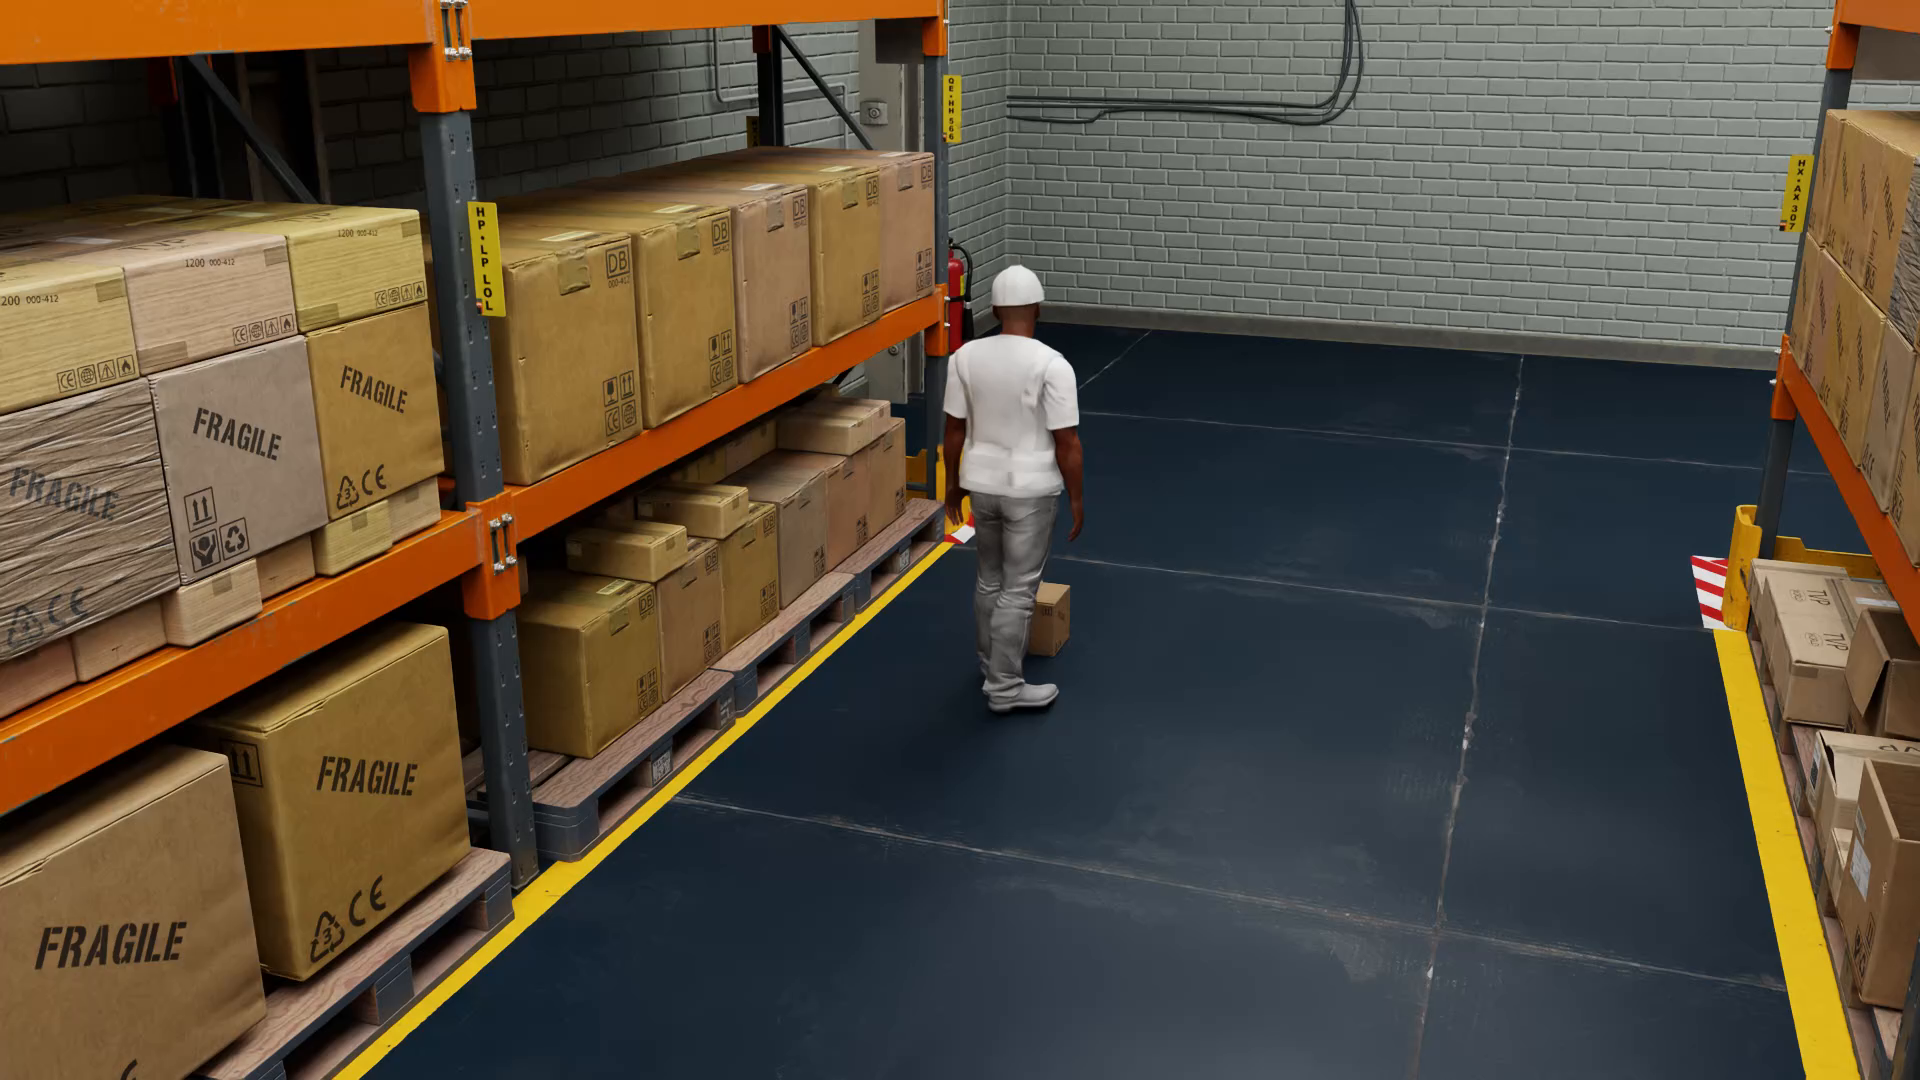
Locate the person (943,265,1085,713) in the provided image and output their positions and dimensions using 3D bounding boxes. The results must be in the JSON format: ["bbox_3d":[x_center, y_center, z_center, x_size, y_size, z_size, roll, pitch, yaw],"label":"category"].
[{"bbox_3d":[0.263,-0.221,6.644,0.592,1.758,0.600,13,23,34],"label":"person"}]
